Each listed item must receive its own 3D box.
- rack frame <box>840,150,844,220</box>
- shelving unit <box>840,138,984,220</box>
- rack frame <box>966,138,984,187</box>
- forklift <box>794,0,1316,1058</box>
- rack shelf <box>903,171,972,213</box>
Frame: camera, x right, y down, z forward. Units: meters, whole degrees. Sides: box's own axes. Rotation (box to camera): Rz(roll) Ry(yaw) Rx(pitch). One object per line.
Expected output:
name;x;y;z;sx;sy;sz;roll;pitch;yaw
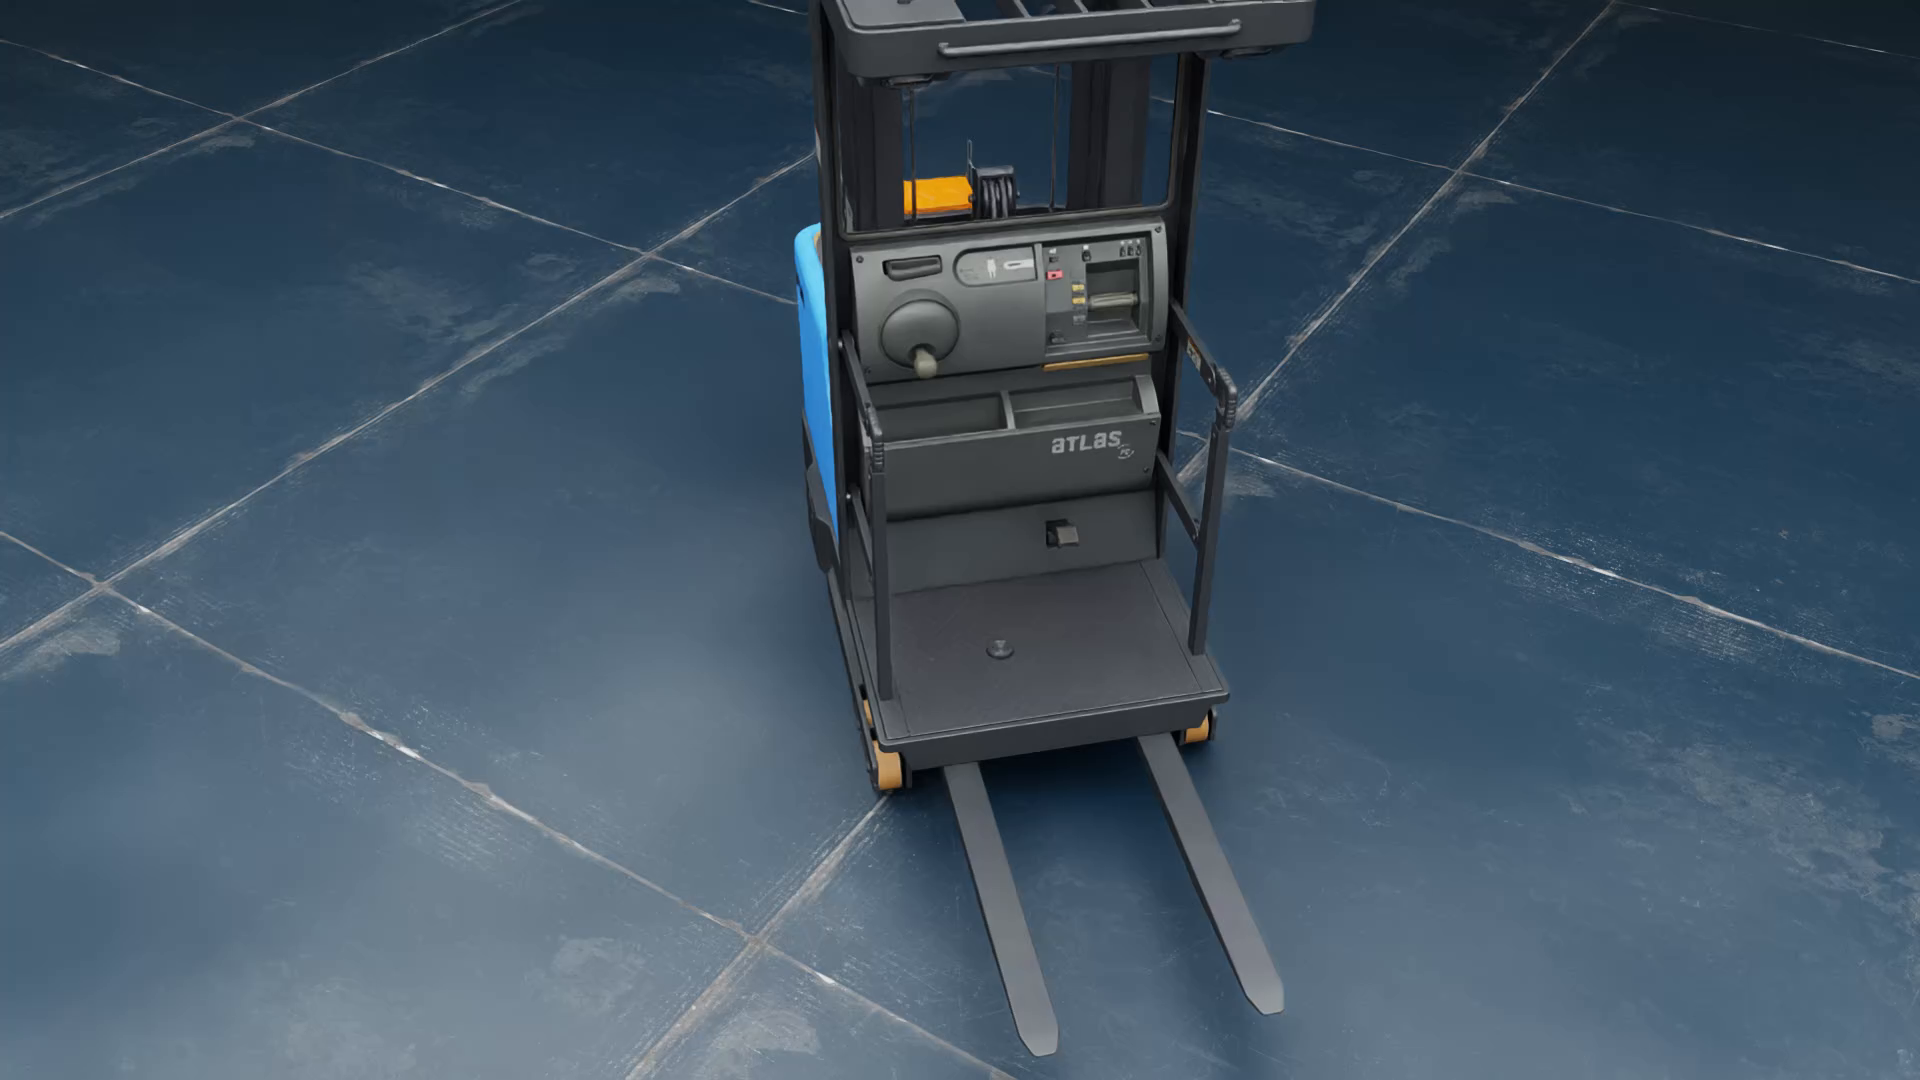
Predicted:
rack frame;-0.420;-0.895;6.428;0.015;1.200;0.240;-8;38;-10
shelving unit;-0.182;-0.927;6.470;0.503;1.200;0.258;-8;38;-10
rack frame;0.056;-0.959;6.512;0.015;1.200;0.240;-8;38;-10
forklift;0.199;-0.627;4.662;1.130;2.935;3.031;-7;38;-9
rack shelf;-0.182;-1.238;6.230;0.480;0.148;0.258;-8;38;-10
